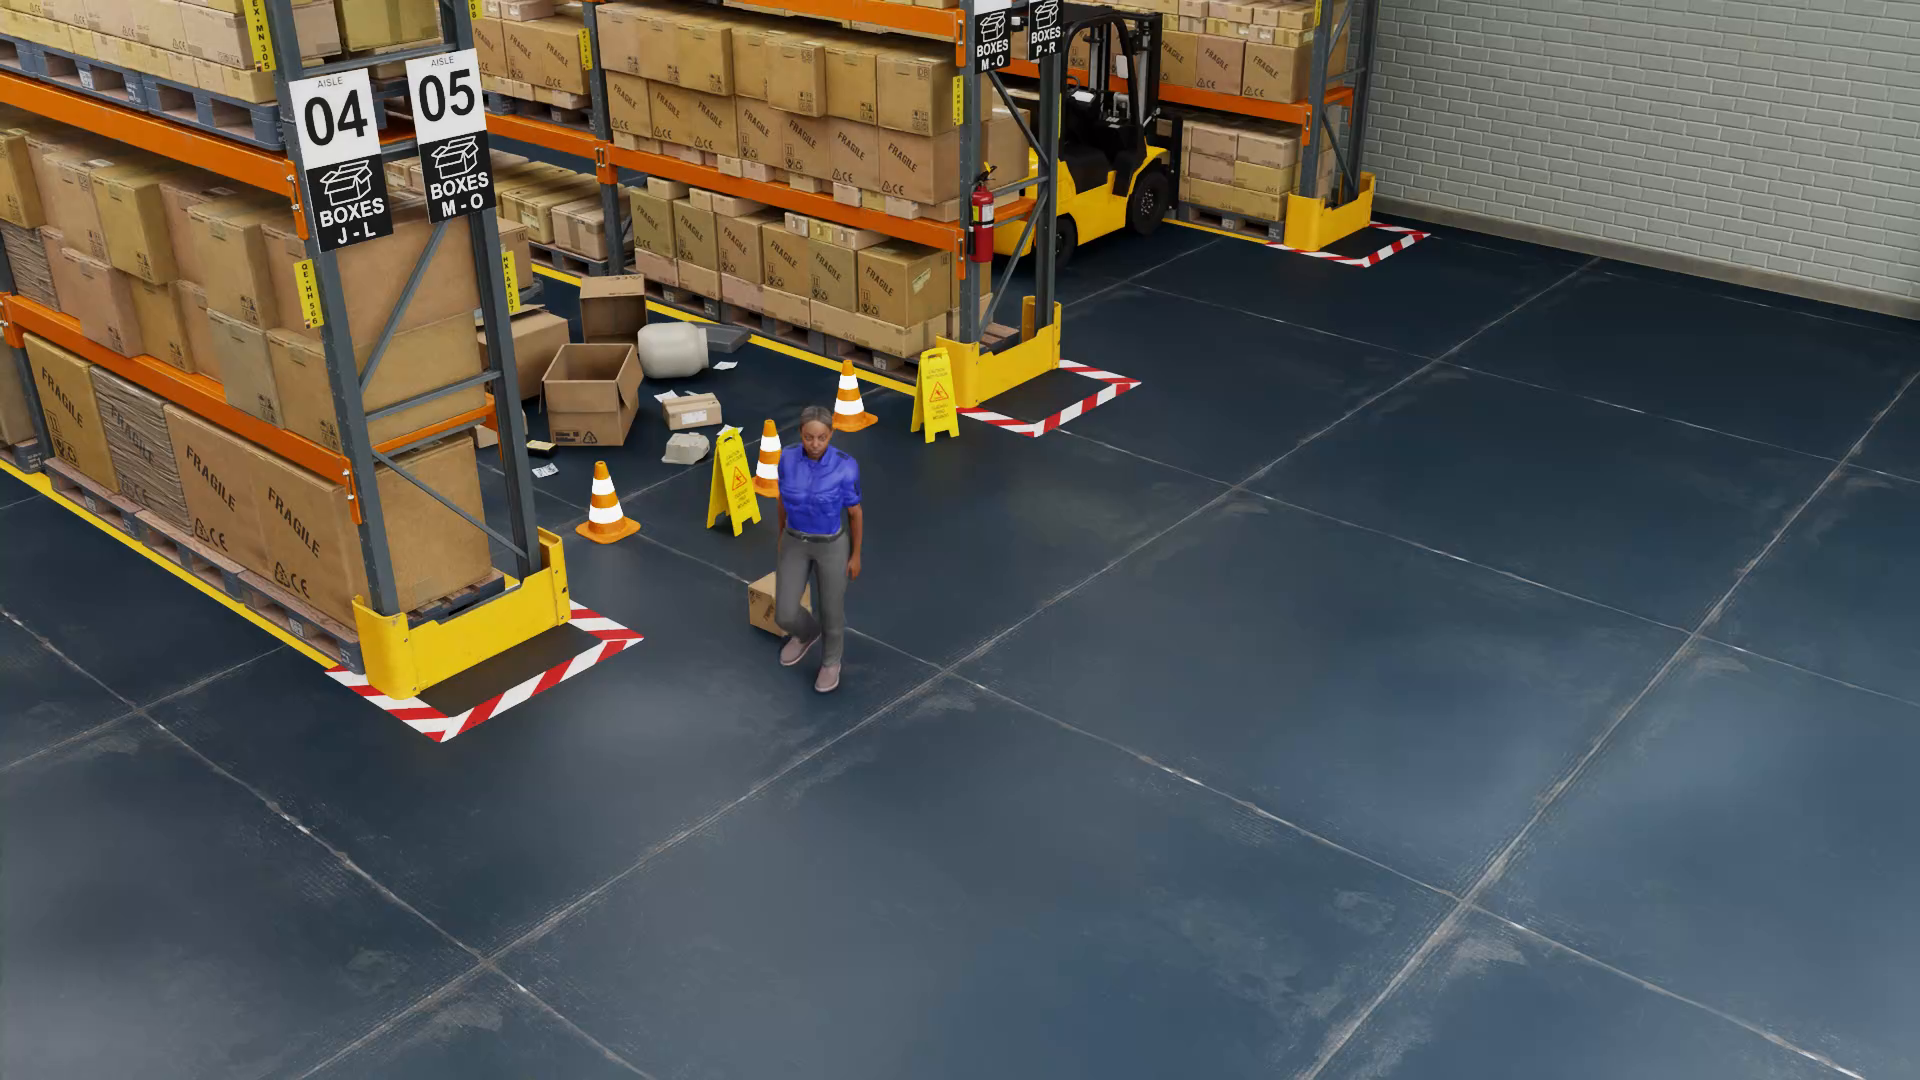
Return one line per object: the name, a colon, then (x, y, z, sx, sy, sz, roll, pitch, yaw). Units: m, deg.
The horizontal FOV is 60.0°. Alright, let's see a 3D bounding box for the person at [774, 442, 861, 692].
person: (-0.736, 0.115, 8.594, 0.505, 1.451, 0.461, 5, 28, 9)
